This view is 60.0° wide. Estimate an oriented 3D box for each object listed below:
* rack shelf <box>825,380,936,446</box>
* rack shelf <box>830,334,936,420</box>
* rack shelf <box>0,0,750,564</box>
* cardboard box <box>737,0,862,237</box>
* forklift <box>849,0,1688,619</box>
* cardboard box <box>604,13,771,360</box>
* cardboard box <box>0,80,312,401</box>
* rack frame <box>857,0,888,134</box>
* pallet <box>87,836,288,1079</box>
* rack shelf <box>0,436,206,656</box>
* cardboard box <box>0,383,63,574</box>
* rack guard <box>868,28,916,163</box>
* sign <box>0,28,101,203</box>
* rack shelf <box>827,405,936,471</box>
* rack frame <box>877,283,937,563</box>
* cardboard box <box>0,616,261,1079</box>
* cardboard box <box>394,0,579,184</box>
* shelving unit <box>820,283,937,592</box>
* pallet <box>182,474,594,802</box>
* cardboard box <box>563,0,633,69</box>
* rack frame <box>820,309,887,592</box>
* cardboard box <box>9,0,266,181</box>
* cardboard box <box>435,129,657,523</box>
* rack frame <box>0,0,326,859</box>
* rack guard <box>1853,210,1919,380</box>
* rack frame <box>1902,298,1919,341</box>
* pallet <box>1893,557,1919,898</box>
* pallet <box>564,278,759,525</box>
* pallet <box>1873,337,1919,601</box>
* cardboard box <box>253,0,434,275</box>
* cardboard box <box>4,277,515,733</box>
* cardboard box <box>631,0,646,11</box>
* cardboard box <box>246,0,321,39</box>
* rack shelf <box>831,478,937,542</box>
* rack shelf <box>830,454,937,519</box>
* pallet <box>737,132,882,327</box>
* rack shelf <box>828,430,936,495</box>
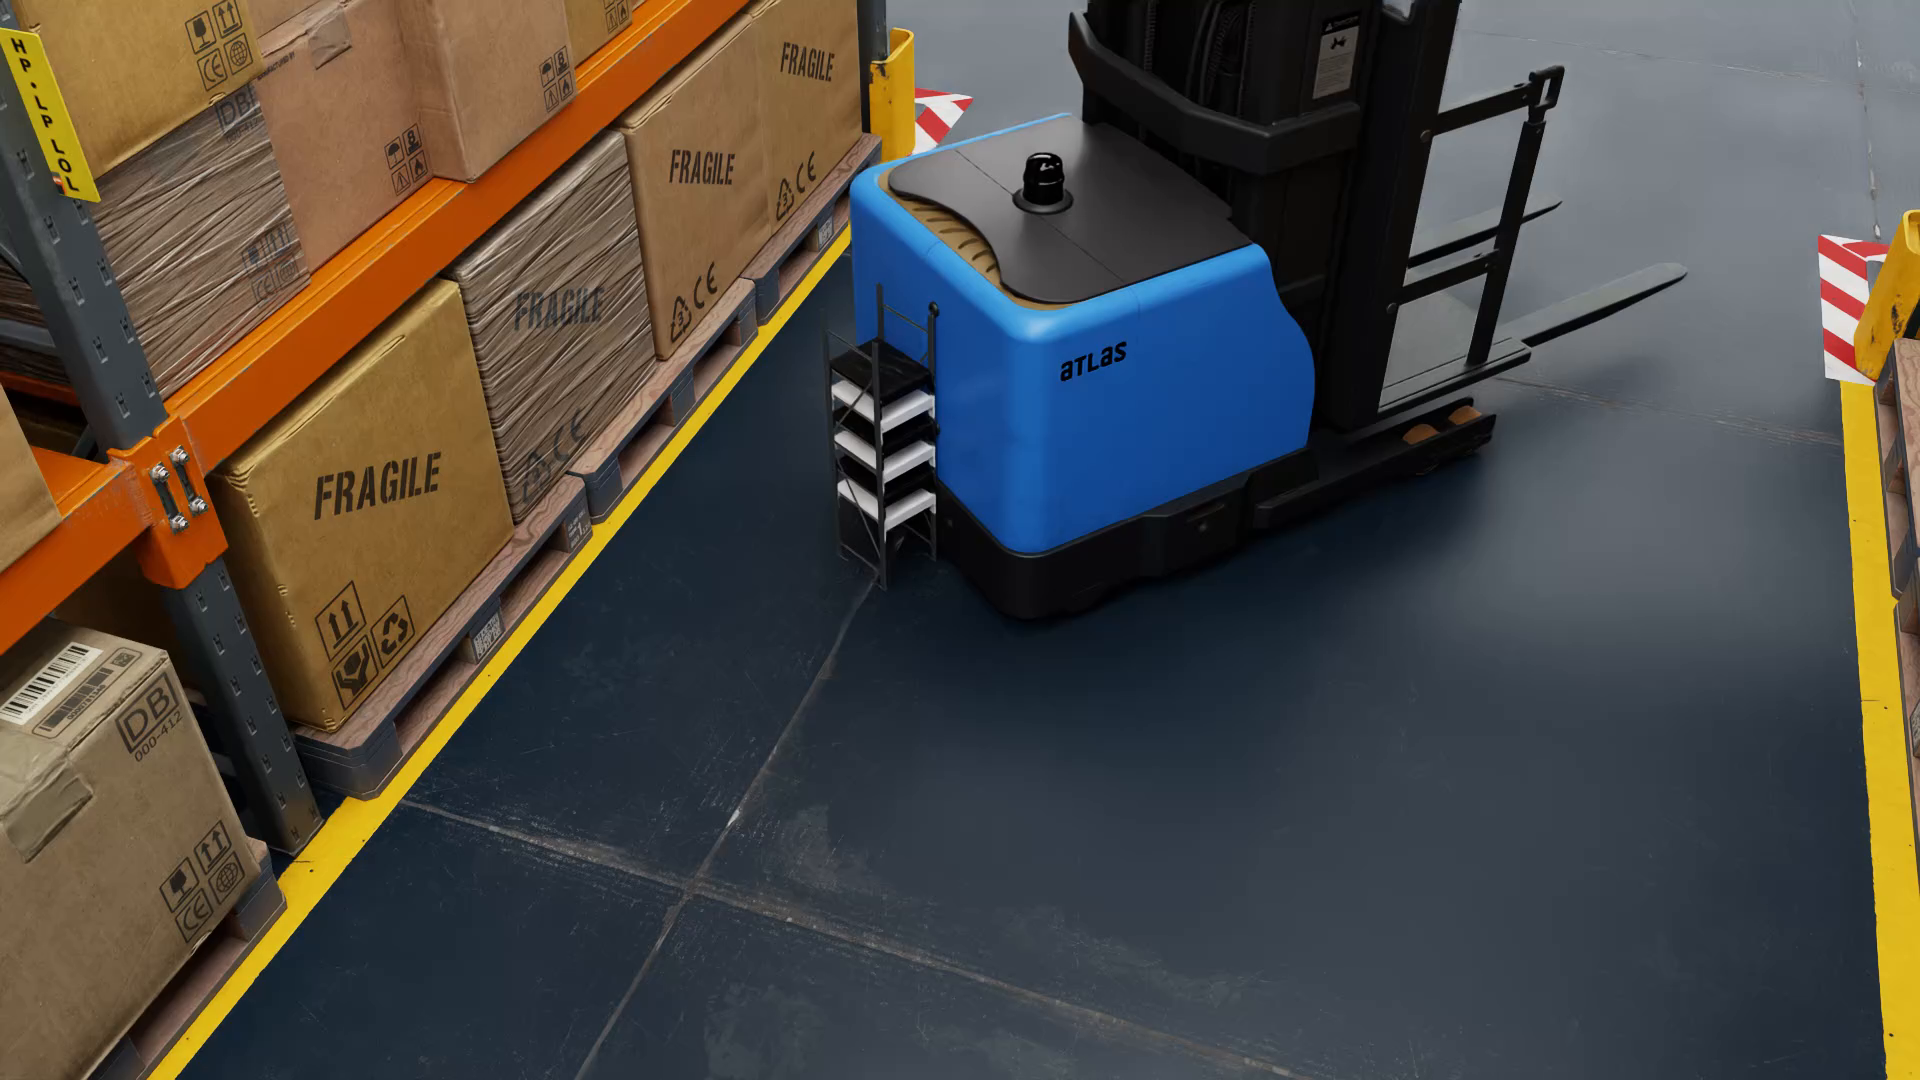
[{"bbox_3d":[-0.229,-0.398,4.797,0.200,0.077,0.258,-31,49,-31],"label":"rack shelf"},{"bbox_3d":[-0.229,-0.466,4.738,0.200,0.077,0.258,-31,49,-31],"label":"rack shelf"},{"bbox_3d":[-1.476,-1.413,5.150,1.077,0.370,4.000,13,42,15],"label":"rack shelf"},{"bbox_3d":[-0.962,-1.830,6.397,0.875,0.875,0.875,14,42,15],"label":"cardboard box"},{"bbox_3d":[1.188,-1.603,4.871,3.031,2.935,1.130,-21,45,-23],"label":"forklift"},{"bbox_3d":[-1.261,-1.293,5.768,0.875,0.875,0.875,13,42,14],"label":"cardboard box"},{"bbox_3d":[-2.045,-0.752,3.705,0.875,0.550,0.550,13,42,15],"label":"cardboard box"},{"bbox_3d":[-0.792,-2.907,6.346,1.000,3.000,0.127,13,42,15],"label":"rack frame"},{"bbox_3d":[-2.353,1.081,3.820,1.003,0.211,1.213,13,42,15],"label":"pallet"},{"bbox_3d":[-2.844,1.026,2.290,1.077,0.370,4.000,13,42,15],"label":"rack shelf"},{"bbox_3d":[-2.087,-0.128,3.011,0.500,0.500,0.500,13,42,15],"label":"cardboard box"},{"bbox_3d":[-0.784,-1.971,7.175,1.175,0.500,0.348,13,42,15],"label":"rack guard"},{"bbox_3d":[-1.647,-0.763,3.002,0.100,0.325,0.005,13,42,15],"label":"sign"},{"bbox_3d":[-0.229,-0.329,4.855,0.200,0.077,0.258,-31,49,-31],"label":"rack shelf"},{"bbox_3d":[-0.154,-0.330,4.944,0.006,0.900,0.240,-31,49,-31],"label":"rack frame"},{"bbox_3d":[-2.287,0.627,3.613,1.050,0.750,0.750,13,42,15],"label":"cardboard box"},{"bbox_3d":[-1.583,-1.396,4.459,0.875,0.550,0.550,13,42,15],"label":"cardboard box"},{"bbox_3d":[-0.229,-0.286,4.892,0.210,0.900,0.258,-31,49,-31],"label":"shelving unit"},{"bbox_3d":[-1.826,0.147,4.915,1.003,0.211,1.213,13,42,15],"label":"pallet"},{"bbox_3d":[-1.496,-1.741,4.864,0.875,0.550,0.500,13,42,15],"label":"cardboard box"},{"bbox_3d":[-0.305,-0.242,4.840,0.006,0.900,0.240,-31,49,-31],"label":"rack frame"},{"bbox_3d":[-2.001,-1.152,3.342,0.875,0.550,0.550,13,42,15],"label":"cardboard box"},{"bbox_3d":[-1.574,-0.737,5.117,0.875,0.875,0.875,14,42,15],"label":"cardboard box"},{"bbox_3d":[-2.160,-0.467,3.487,1.000,3.000,0.127,13,42,15],"label":"rack frame"},{"bbox_3d":[3.808,-0.747,5.741,1.175,0.500,0.348,13,42,15],"label":"rack guard"},{"bbox_3d":[3.834,-1.744,4.984,1.000,3.000,0.127,13,42,15],"label":"rack frame"},{"bbox_3d":[3.079,0.592,4.393,1.003,0.211,1.213,13,42,15],"label":"pallet"},{"bbox_3d":[-1.411,-0.599,5.790,1.003,0.211,1.213,13,42,15],"label":"pallet"},{"bbox_3d":[3.497,-0.150,5.263,1.003,0.211,1.213,13,42,15],"label":"pallet"},{"bbox_3d":[-1.878,-1.092,4.104,0.875,0.550,0.550,13,42,15],"label":"cardboard box"},{"bbox_3d":[-1.879,-0.187,4.471,0.875,0.875,0.875,14,42,16],"label":"cardboard box"},{"bbox_3d":[-1.353,-2.074,5.254,0.875,0.550,0.550,13,42,15],"label":"cardboard box"},{"bbox_3d":[-1.922,-1.514,3.766,0.875,0.550,0.550,13,42,15],"label":"cardboard box"},{"bbox_3d":[-0.229,-0.124,5.030,0.200,0.077,0.258,-31,49,-31],"label":"rack shelf"},{"bbox_3d":[-0.229,-0.192,4.972,0.200,0.077,0.258,-31,49,-31],"label":"rack shelf"},{"bbox_3d":[-0.992,-1.341,6.659,1.003,0.211,1.213,13,42,15],"label":"pallet"},{"bbox_3d":[-0.229,-0.261,4.914,0.200,0.077,0.258,-31,49,-31],"label":"rack shelf"}]
